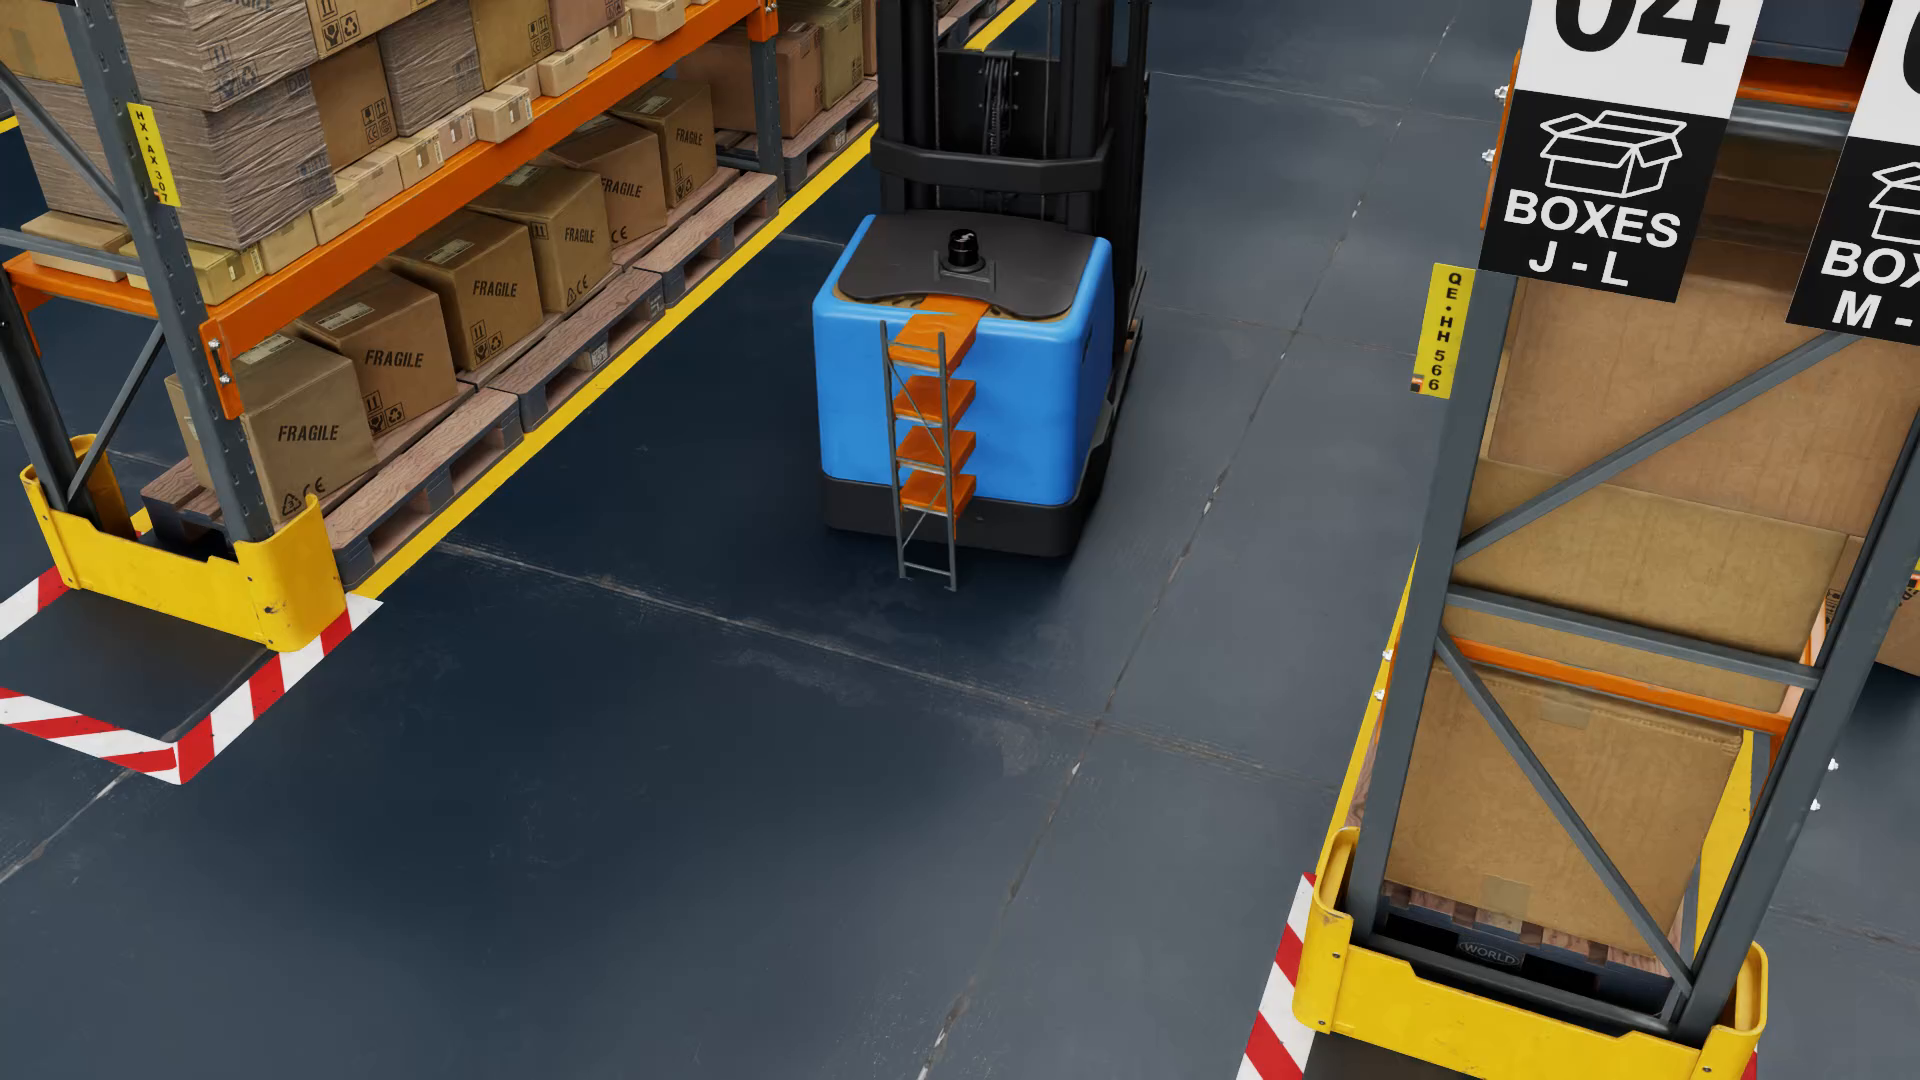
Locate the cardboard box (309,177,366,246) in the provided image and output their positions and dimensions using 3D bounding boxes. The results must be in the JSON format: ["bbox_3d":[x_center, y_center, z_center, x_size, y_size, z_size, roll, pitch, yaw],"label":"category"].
[{"bbox_3d":[-2.424,-1.228,6.097,0.380,0.149,0.250,14,39,18],"label":"cardboard box"}]

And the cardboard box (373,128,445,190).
[{"bbox_3d":[-2.247,-1.508,6.472,0.380,0.149,0.250,14,39,18],"label":"cardboard box"}]

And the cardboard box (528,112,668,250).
[{"bbox_3d":[-1.853,-1.807,8.399,0.500,0.500,0.500,27,45,32],"label":"cardboard box"}]

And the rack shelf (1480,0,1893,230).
[{"bbox_3d":[2.334,-1.791,4.736,1.077,0.370,4.000,14,39,18],"label":"rack shelf"}]

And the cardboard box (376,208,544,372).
[{"bbox_3d":[-2.271,-1.146,7.515,0.500,0.500,0.500,18,40,22],"label":"cardboard box"}]

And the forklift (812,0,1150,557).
[{"bbox_3d":[0.256,-1.989,6.963,1.130,2.935,3.031,8,37,10],"label":"forklift"}]

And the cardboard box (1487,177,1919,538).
[{"bbox_3d":[1.750,-0.460,3.832,0.875,0.550,0.550,14,39,18],"label":"cardboard box"}]

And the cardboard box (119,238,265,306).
[{"bbox_3d":[-2.646,-0.959,5.737,0.380,0.149,0.250,14,39,18],"label":"cardboard box"}]

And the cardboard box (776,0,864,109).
[{"bbox_3d":[-1.001,-2.941,9.899,0.700,0.500,0.500,14,39,17],"label":"cardboard box"}]

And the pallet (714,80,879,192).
[{"bbox_3d":[-1.158,-2.485,9.899,1.003,0.211,1.213,14,39,18],"label":"pallet"}]

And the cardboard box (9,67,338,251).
[{"bbox_3d":[-2.740,-1.414,5.804,0.875,0.500,0.500,14,39,18],"label":"cardboard box"}]

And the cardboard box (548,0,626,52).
[{"bbox_3d":[-2.001,-2.526,7.292,0.875,0.500,0.500,14,39,18],"label":"cardboard box"}]

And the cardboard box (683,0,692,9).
[{"bbox_3d":[-1.518,-2.623,7.964,0.380,0.149,0.250,14,39,18],"label":"cardboard box"}]

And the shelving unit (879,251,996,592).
[{"bbox_3d":[-0.054,-0.431,6.303,0.258,1.200,0.503,13,43,18],"label":"shelving unit"}]

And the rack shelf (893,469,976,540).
[{"bbox_3d":[-0.044,-0.229,6.476,0.258,0.148,0.480,13,43,18],"label":"rack shelf"}]

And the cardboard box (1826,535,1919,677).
[{"bbox_3d":[3.454,0.109,6.185,0.500,0.500,0.500,21,42,25],"label":"cardboard box"}]

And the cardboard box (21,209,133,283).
[{"bbox_3d":[-3.058,-1.060,5.873,0.380,0.149,0.250,14,39,18],"label":"cardboard box"}]

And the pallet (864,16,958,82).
[{"bbox_3d":[-0.696,-3.163,10.806,1.003,0.211,1.213,14,39,18],"label":"pallet"}]

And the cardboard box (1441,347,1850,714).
[{"bbox_3d":[1.673,-0.046,4.181,0.875,0.550,0.550,14,39,18],"label":"cardboard box"}]

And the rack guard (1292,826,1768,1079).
[{"bbox_3d":[1.564,1.244,4.668,1.175,0.500,0.348,14,39,18],"label":"rack guard"}]

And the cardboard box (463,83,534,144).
[{"bbox_3d":[-1.986,-1.767,6.819,0.380,0.149,0.250,14,39,18],"label":"cardboard box"}]

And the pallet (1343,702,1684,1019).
[{"bbox_3d":[1.805,0.886,5.388,1.003,0.211,1.213,14,39,18],"label":"pallet"}]

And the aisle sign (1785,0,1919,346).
[{"bbox_3d":[1.824,-0.704,3.015,0.394,0.787,0.004,14,39,18],"label":"aisle sign"}]

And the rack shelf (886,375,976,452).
[{"bbox_3d":[-0.060,-0.549,6.201,0.258,0.148,0.480,13,43,18],"label":"rack shelf"}]

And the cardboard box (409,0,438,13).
[{"bbox_3d":[-2.128,-2.311,6.169,0.500,0.500,0.500,14,39,18],"label":"cardboard box"}]

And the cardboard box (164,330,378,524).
[{"bbox_3d":[-2.722,-0.465,6.604,0.500,0.500,0.500,21,42,26],"label":"cardboard box"}]

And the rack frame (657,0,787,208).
[{"bbox_3d":[-1.453,-3.171,8.487,1.000,3.000,0.127,14,39,18],"label":"rack frame"}]

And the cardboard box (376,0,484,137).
[{"bbox_3d":[-2.431,-1.985,6.568,0.875,0.500,0.500,14,39,18],"label":"cardboard box"}]

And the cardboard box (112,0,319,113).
[{"bbox_3d":[-2.514,-1.758,5.430,0.500,0.500,0.500,14,39,18],"label":"cardboard box"}]

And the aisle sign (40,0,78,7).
[{"bbox_3d":[-2.721,-1.895,4.608,0.394,0.787,0.004,14,39,18],"label":"aisle sign"}]

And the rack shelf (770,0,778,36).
[{"bbox_3d":[-0.692,-3.990,10.184,1.077,0.370,4.000,14,39,18],"label":"rack shelf"}]

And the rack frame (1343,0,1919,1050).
[{"bbox_3d":[1.573,0.230,3.937,1.000,3.000,0.127,14,39,18],"label":"rack frame"}]

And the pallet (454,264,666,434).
[{"bbox_3d":[-2.139,-0.996,7.906,1.003,0.211,1.213,14,39,18],"label":"pallet"}]

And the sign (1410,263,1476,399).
[{"bbox_3d":[1.077,-0.460,3.695,0.100,0.325,0.005,14,39,18],"label":"sign"}]

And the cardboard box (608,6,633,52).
[{"bbox_3d":[-1.727,-2.351,7.600,0.380,0.149,0.250,14,39,18],"label":"cardboard box"}]

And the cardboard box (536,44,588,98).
[{"bbox_3d":[-1.847,-2.057,7.206,0.380,0.149,0.250,14,39,18],"label":"cardboard box"}]

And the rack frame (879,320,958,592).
[{"bbox_3d":[-0.145,-0.281,6.133,0.240,1.200,0.015,13,43,18],"label":"rack frame"}]
